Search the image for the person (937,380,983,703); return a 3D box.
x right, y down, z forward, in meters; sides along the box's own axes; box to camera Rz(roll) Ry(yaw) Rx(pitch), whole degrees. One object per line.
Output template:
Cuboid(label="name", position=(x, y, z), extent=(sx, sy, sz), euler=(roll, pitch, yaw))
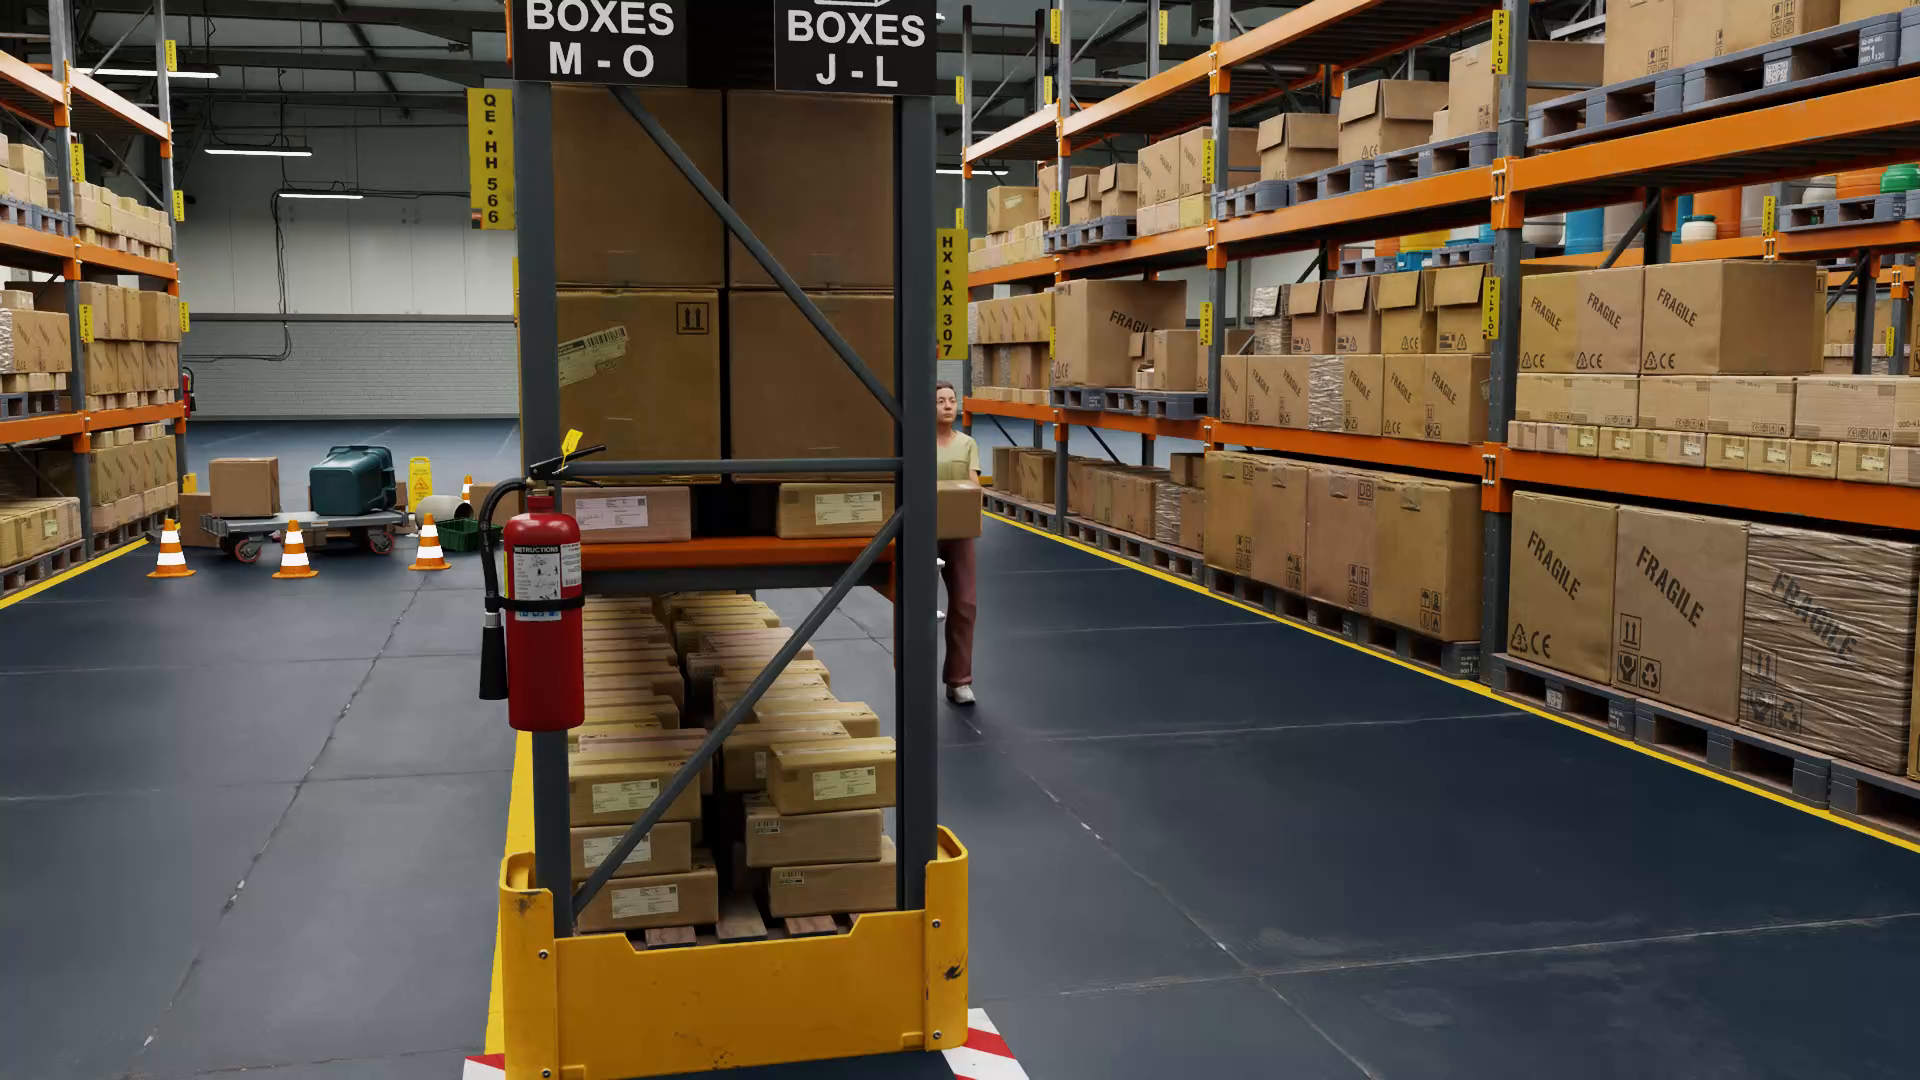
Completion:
Cuboid(label="person", position=(-0.082, 0.018, 8.607), extent=(0.428, 1.645, 0.552), euler=(-2, 6, -14))
